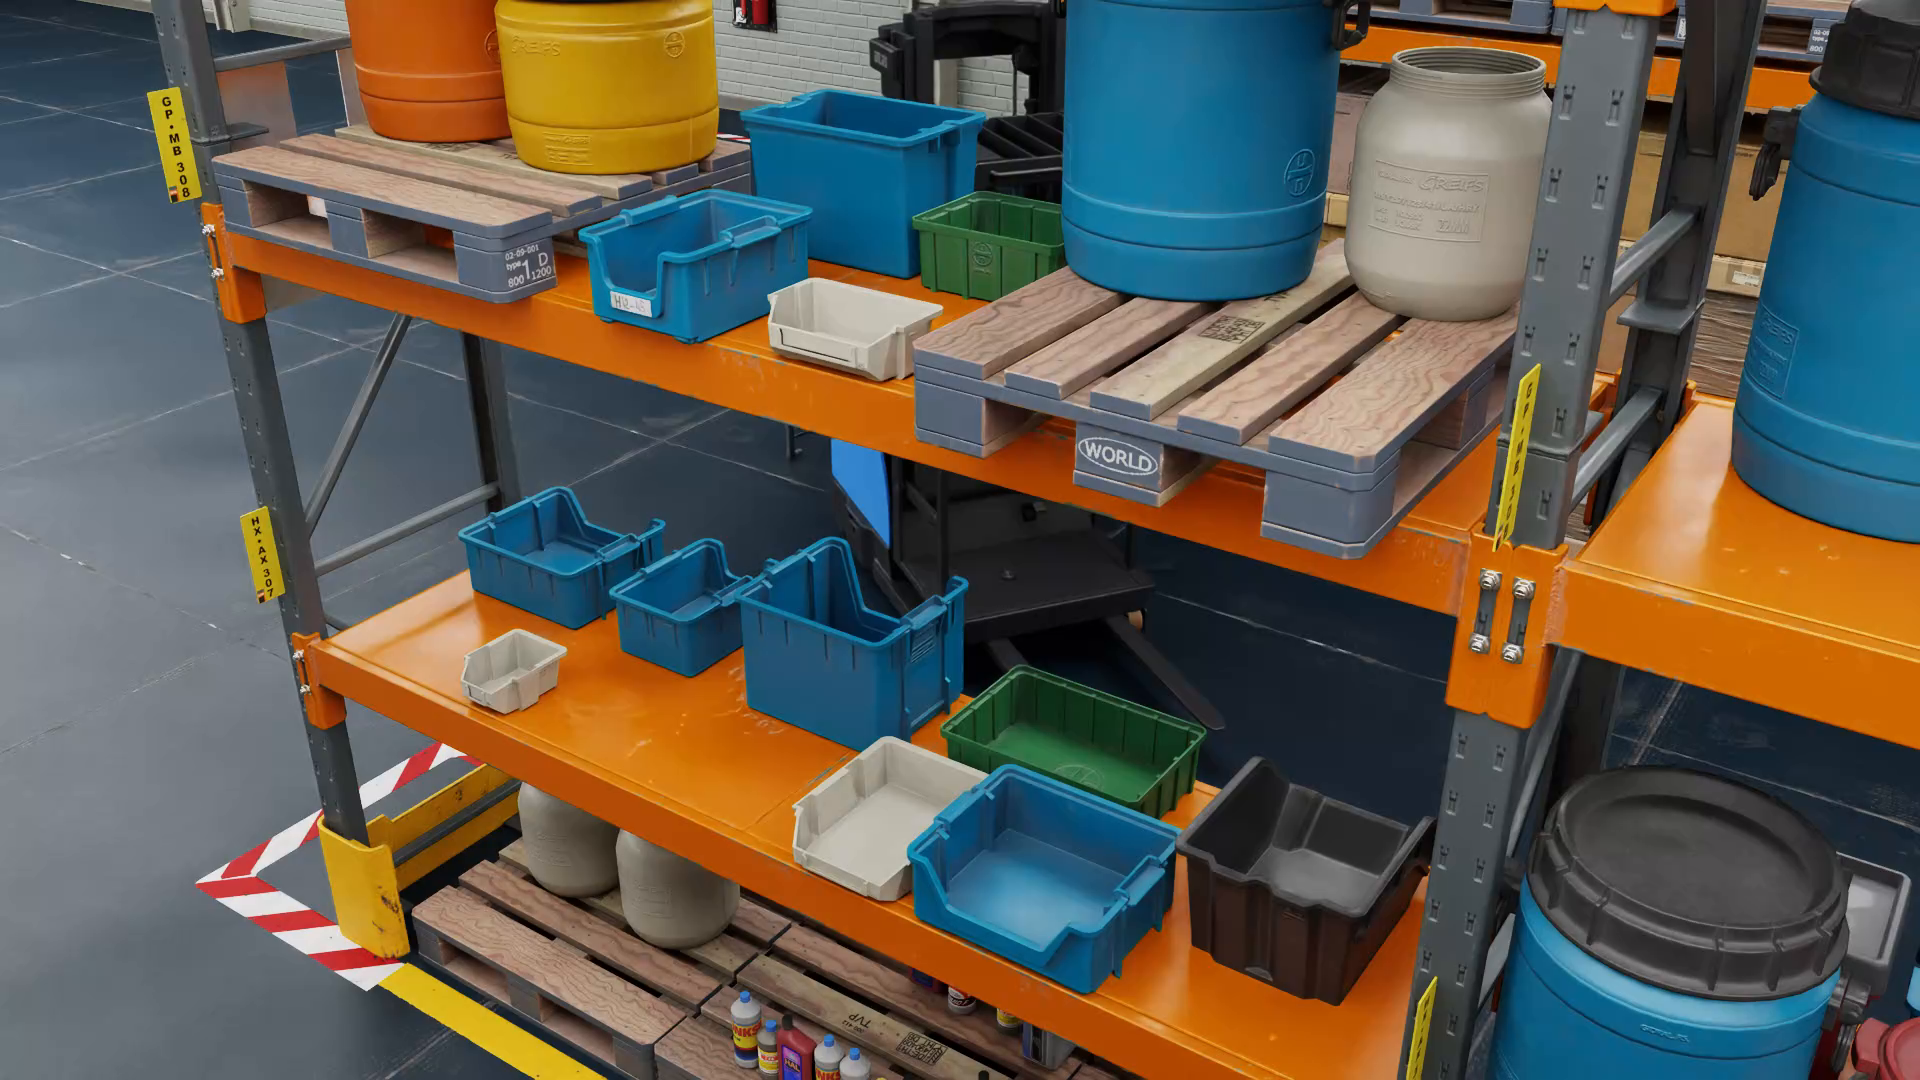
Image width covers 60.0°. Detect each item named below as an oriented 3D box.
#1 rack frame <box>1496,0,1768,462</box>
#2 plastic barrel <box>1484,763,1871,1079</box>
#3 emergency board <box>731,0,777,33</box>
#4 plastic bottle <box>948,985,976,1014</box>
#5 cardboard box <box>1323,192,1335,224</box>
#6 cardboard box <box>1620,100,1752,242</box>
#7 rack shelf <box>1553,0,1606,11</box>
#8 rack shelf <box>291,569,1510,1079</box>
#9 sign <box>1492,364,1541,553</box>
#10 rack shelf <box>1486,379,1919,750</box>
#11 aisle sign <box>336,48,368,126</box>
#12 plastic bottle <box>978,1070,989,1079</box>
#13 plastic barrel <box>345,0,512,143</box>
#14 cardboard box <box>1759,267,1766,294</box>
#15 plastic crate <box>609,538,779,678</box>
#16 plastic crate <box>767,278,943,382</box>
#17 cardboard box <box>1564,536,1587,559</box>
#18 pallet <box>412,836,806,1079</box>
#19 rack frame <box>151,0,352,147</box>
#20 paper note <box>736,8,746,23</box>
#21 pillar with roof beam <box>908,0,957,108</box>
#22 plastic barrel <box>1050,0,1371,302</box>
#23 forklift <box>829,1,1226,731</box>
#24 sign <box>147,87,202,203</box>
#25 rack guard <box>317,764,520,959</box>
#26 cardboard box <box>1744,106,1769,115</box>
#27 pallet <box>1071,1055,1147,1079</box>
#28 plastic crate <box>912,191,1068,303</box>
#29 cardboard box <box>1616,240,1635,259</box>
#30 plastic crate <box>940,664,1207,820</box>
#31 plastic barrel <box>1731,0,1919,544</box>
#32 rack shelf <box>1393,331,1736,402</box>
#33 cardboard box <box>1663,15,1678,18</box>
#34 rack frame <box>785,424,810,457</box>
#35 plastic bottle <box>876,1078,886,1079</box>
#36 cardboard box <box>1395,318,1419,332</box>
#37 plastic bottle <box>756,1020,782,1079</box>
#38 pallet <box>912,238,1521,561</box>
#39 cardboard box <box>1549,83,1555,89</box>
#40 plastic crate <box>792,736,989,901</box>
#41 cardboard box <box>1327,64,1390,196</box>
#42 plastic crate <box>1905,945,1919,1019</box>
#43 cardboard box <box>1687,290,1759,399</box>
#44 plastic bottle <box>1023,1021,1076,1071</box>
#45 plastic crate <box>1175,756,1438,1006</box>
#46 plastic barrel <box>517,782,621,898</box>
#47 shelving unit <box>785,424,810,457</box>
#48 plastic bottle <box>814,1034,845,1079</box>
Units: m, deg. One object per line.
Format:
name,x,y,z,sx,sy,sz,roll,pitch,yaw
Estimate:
rack frame,1.292,-1.676,2.622,0.127,3.000,1.000,17,32,30
plastic barrel,1.438,0.987,3.452,0.708,0.901,0.600,17,32,30
emergency board,-2.291,-6.067,17.864,0.643,1.169,0.194,17,32,30
plastic bottle,0.008,1.491,5.613,0.097,0.201,0.097,0,27,0
cardboard box,1.855,-1.768,8.592,0.250,0.149,0.380,16,31,29
cardboard box,3.312,-1.717,7.776,0.500,0.500,0.700,17,32,30
rack shelf,-0.357,-1.691,3.885,4.000,0.370,1.077,17,32,30
rack shelf,-0.357,0.804,5.155,4.000,0.370,1.077,17,32,30
sign,0.971,-0.141,2.902,0.005,0.325,0.100,17,32,30
rack shelf,2.940,0.495,2.456,4.000,0.370,1.077,17,32,30
aisle sign,-1.897,-1.318,5.666,0.004,0.787,0.394,17,32,30
plastic bottle,0.101,1.739,5.036,0.133,0.283,0.061,17,32,30
plastic barrel,-1.533,-1.668,4.976,0.708,0.830,0.600,17,32,30
cardboard box,3.754,-1.177,7.430,0.250,0.149,0.380,17,32,30
plastic crate,-0.892,0.222,5.670,0.408,0.251,0.499,17,32,30
plastic crate,-0.260,-0.483,3.875,0.396,0.136,0.243,17,32,30
cardboard box,3.186,0.015,8.481,0.500,0.250,0.500,17,32,30
pallet,-1.250,1.426,6.216,1.213,0.211,1.003,17,32,30
rack frame,-2.006,-2.703,4.641,0.127,3.000,1.000,17,32,30
paper note,-2.398,-5.745,18.204,0.142,0.148,0.016,17,32,30
pillar with roof beam,-2.713,-6.482,12.066,0.400,9.000,9.100,17,32,30
plastic barrel,0.532,-1.046,3.674,0.708,0.901,0.600,17,32,30
forklift,0.281,-0.882,7.752,1.130,2.935,3.031,-10,29,-19
sign,-2.321,-1.166,4.917,0.005,0.325,0.100,17,32,30
rack guard,-1.916,1.086,6.564,0.348,0.500,1.175,17,32,30
cardboard box,5.512,-3.248,11.641,0.500,0.500,0.500,16,31,29
pallet,0.762,2.052,4.985,1.213,0.211,1.003,17,32,30
plastic crate,0.145,-0.752,4.347,0.450,0.188,0.336,17,32,30
cardboard box,3.117,-1.374,7.818,0.250,0.149,0.380,17,32,30
plastic crate,0.332,0.638,4.923,0.662,0.188,0.450,17,32,30
plastic barrel,1.834,-0.513,3.092,0.708,0.901,0.600,17,32,30
rack shelf,2.450,-1.046,8.792,4.000,0.370,1.077,17,32,30
cardboard box,5.365,-3.575,12.284,0.500,0.500,0.500,18,32,31
rack frame,-0.900,-1.276,10.104,0.032,1.500,0.500,20,33,34
plastic bottle,-0.241,1.743,5.119,0.097,0.201,0.097,0,27,0
cardboard box,2.457,-1.404,8.591,0.500,0.500,0.700,18,32,32
plastic bottle,-0.602,1.630,5.340,0.097,0.201,0.097,0,27,0
pallet,0.641,-0.404,3.638,1.003,0.211,1.213,17,32,30
cardboard box,4.651,-3.509,12.155,0.500,0.500,0.500,16,31,29
plastic crate,-0.190,0.793,4.676,0.437,0.136,0.530,17,32,30
cardboard box,2.076,-2.103,8.534,0.500,0.500,0.700,17,32,31
plastic crate,2.377,1.172,3.658,0.575,0.384,0.392,17,32,30
cardboard box,3.730,-1.010,7.816,0.500,0.500,0.700,16,31,29
plastic bottle,0.292,1.557,5.401,0.135,0.276,0.152,17,32,30
plastic crate,0.932,0.843,4.355,0.504,0.338,0.767,17,32,30
plastic barrel,-1.420,1.032,6.194,0.421,0.512,0.421,0,27,0
shelving unit,-0.507,-1.130,9.817,1.048,1.500,0.538,20,33,34
plastic bottle,-0.405,1.660,5.203,0.097,0.271,0.097,0,27,0
